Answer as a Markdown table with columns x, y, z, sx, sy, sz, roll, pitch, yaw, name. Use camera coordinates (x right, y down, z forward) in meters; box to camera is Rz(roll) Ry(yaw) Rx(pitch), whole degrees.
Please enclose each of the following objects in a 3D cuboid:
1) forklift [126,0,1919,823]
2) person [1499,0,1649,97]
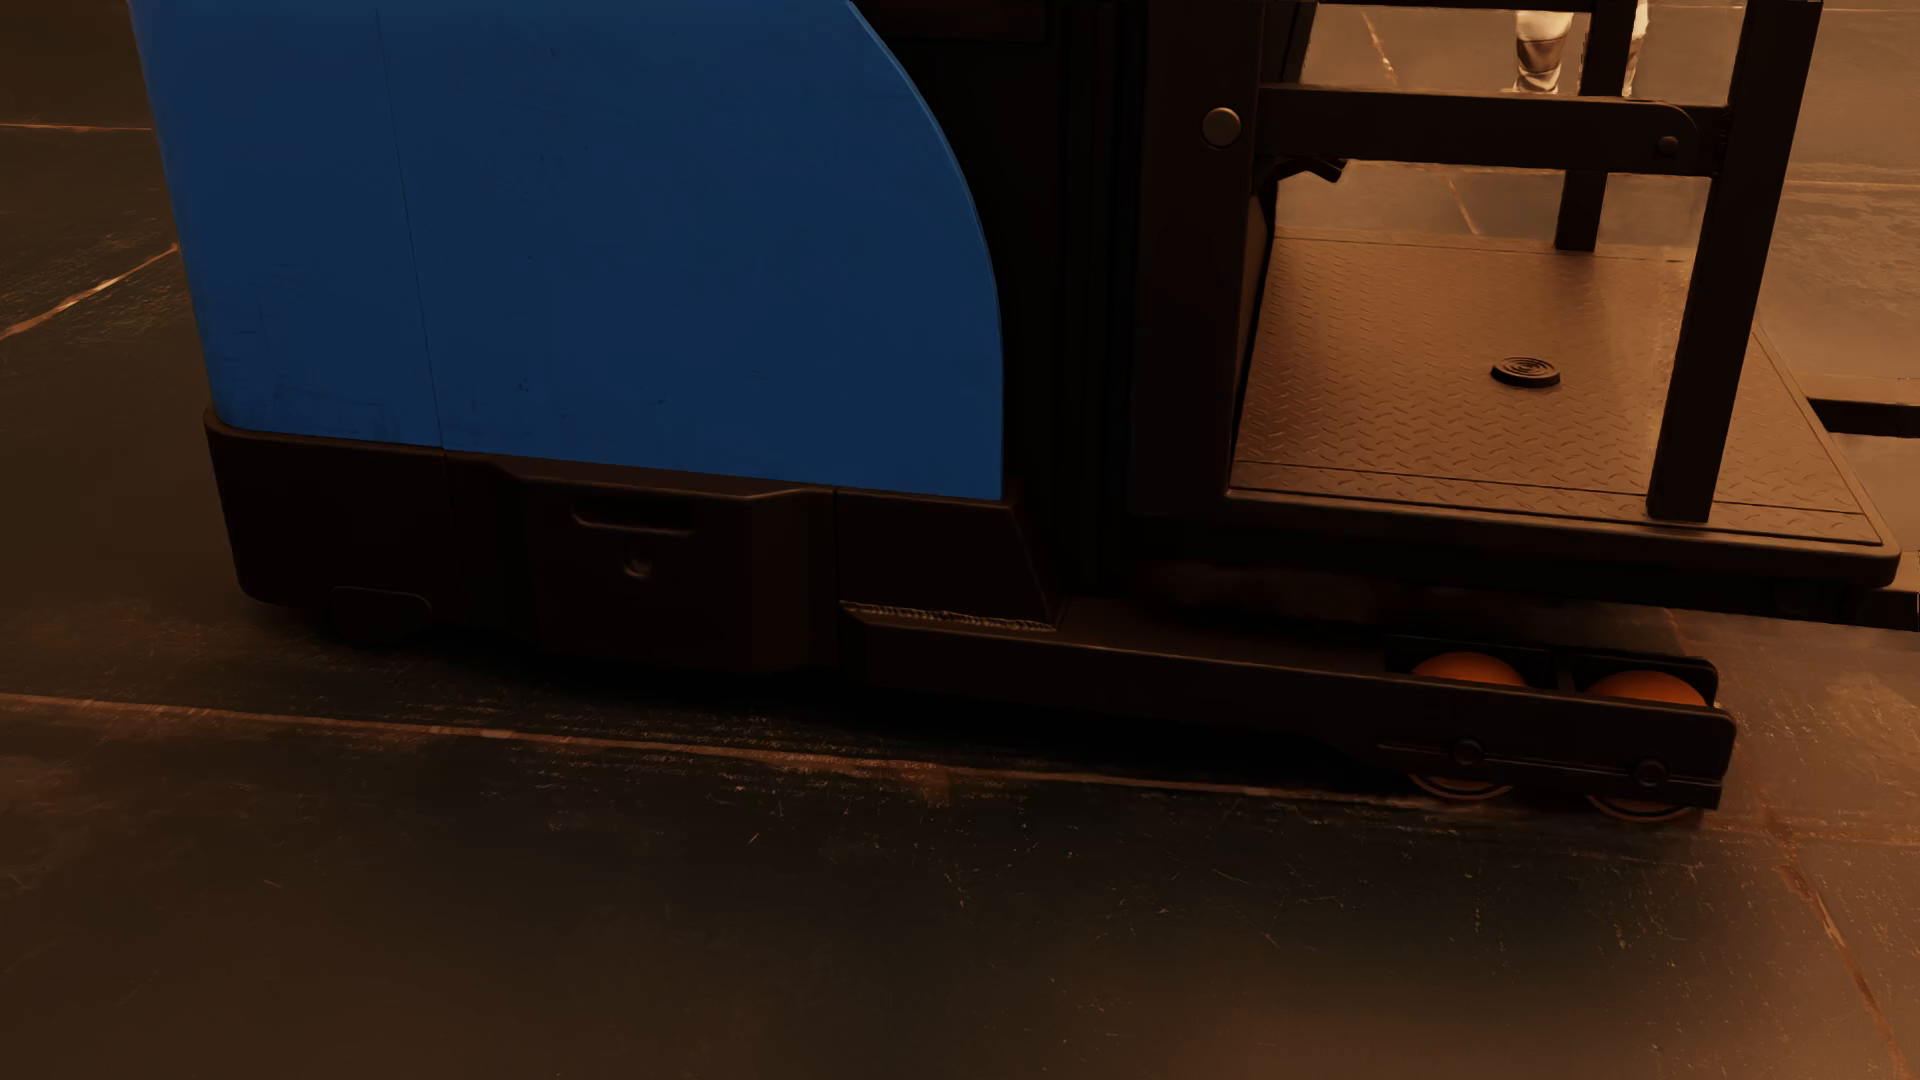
| x | y | z | sx | sy | sz | roll | pitch | yaw | name |
| --- | --- | --- | --- | --- | --- | --- | --- | --- | --- |
| 0.598 | -1.256 | 1.734 | 3.031 | 2.935 | 1.130 | 6 | 27 | 11 | forklift |
| 1.778 | -2.087 | 4.672 | 0.635 | 1.792 | 0.536 | 3 | 27 | 6 | person |
